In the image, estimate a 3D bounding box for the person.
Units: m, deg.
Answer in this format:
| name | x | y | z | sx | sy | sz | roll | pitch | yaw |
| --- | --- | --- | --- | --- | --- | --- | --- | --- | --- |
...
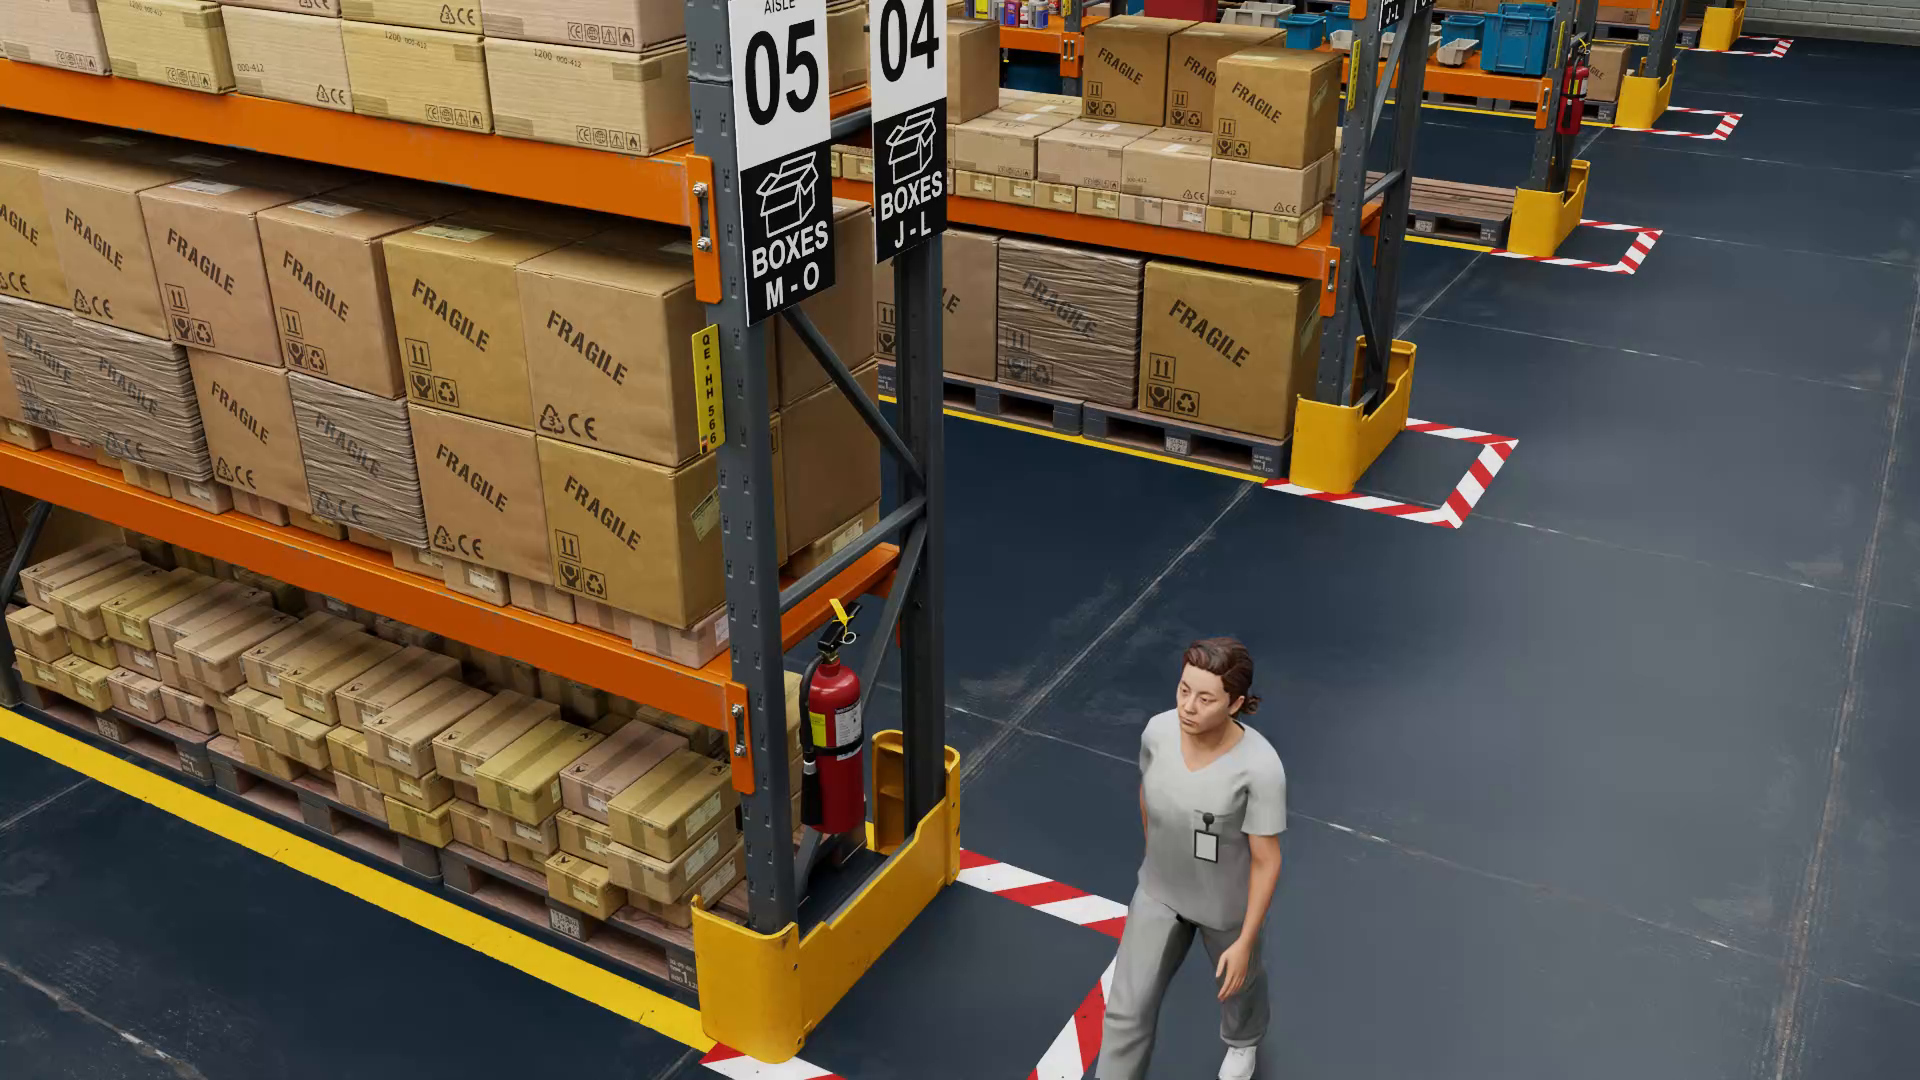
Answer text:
| name | x | y | z | sx | sy | sz | roll | pitch | yaw |
| --- | --- | --- | --- | --- | --- | --- | --- | --- | --- |
| person | 0.609 | 1.024 | 4.559 | 0.471 | 1.609 | 1.047 | 15 | 30 | 28 |
